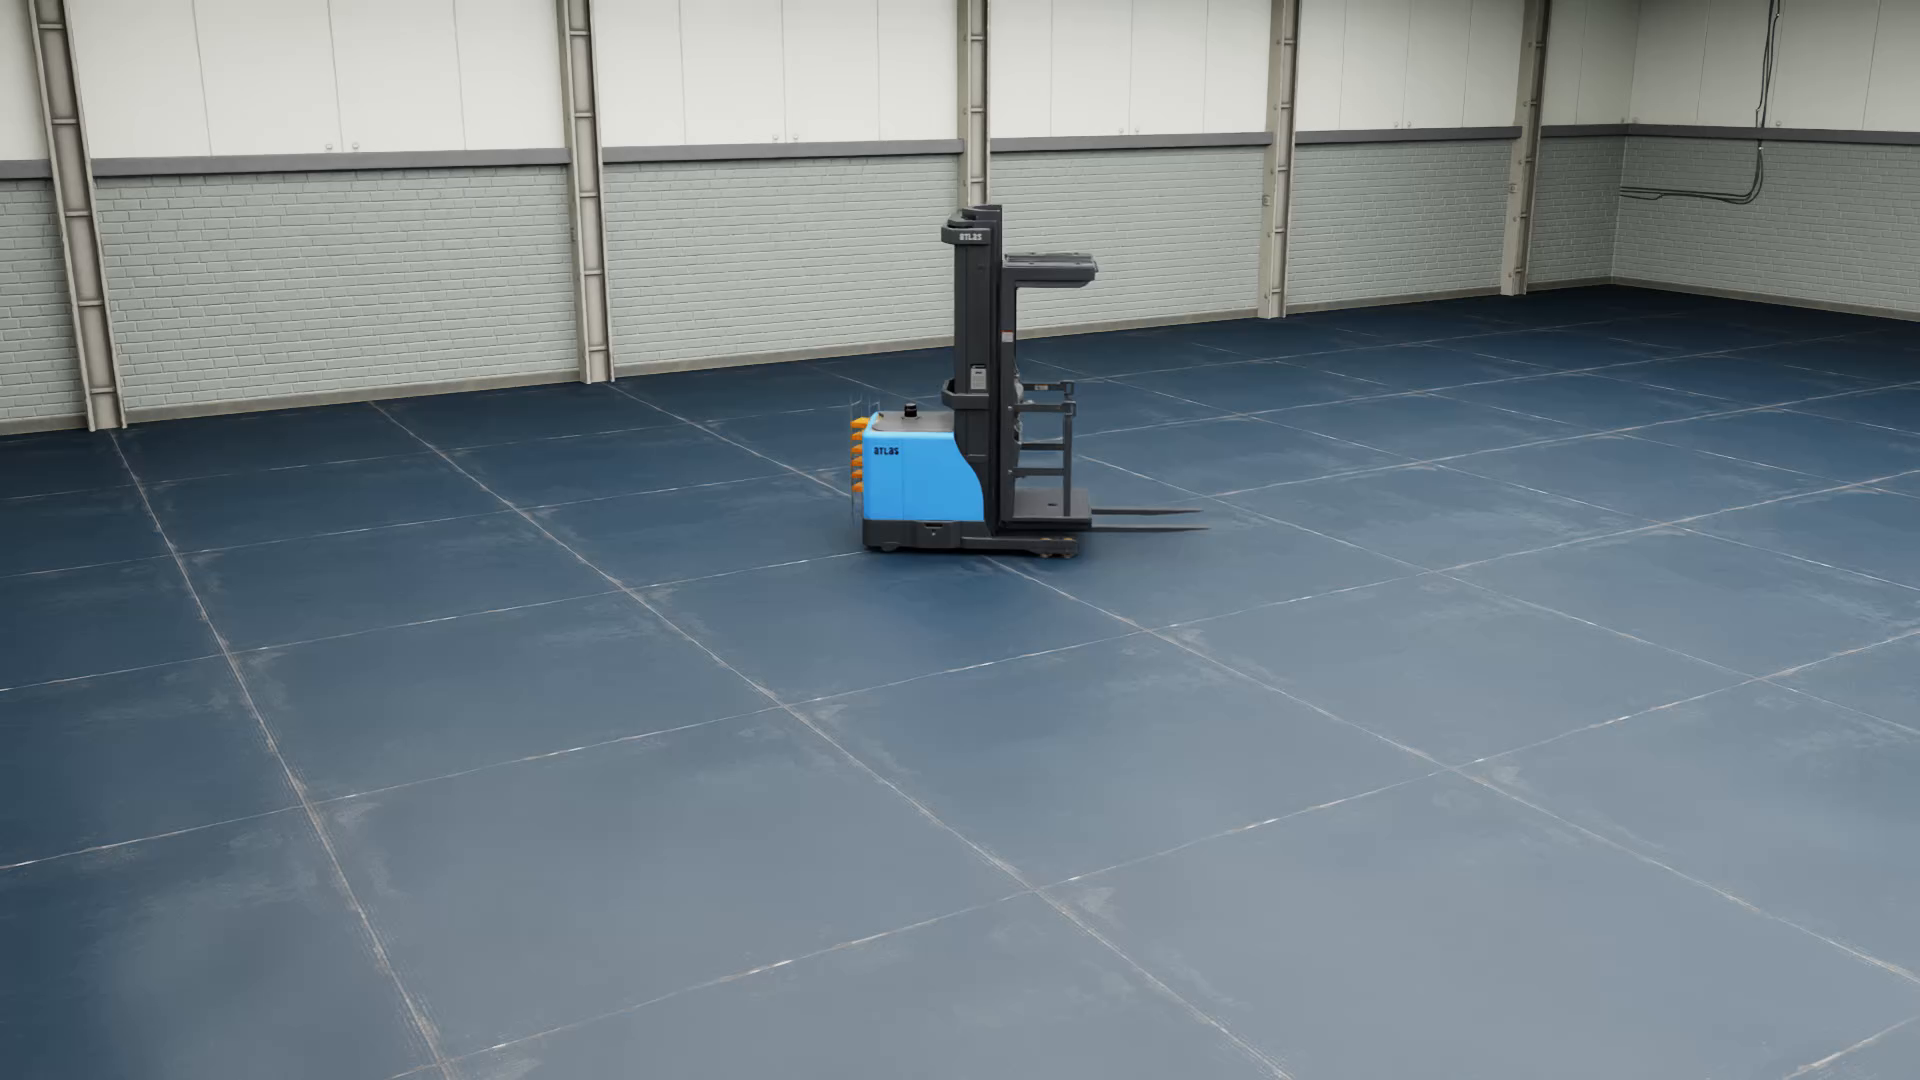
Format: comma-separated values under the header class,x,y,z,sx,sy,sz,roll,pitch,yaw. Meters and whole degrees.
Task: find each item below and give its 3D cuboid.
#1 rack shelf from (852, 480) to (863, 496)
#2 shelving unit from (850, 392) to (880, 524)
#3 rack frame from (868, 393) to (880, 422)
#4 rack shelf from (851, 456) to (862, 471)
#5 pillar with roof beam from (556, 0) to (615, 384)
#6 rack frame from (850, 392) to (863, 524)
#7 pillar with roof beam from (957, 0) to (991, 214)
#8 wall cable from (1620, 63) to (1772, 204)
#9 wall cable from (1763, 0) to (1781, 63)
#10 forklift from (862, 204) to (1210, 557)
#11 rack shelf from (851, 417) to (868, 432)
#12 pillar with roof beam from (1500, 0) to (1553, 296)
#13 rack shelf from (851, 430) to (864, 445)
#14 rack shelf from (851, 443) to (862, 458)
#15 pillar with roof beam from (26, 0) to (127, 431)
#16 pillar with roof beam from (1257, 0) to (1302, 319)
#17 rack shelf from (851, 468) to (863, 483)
class,x,y,z,sx,sy,sz,roll,pitch,yaw
rack shelf,-0.872,-0.477,15.443,0.180,0.103,0.258,6,17,21
shelving unit,-0.872,-0.751,15.367,0.189,1.200,0.258,6,17,21
rack frame,-0.786,-0.742,15.335,0.006,1.200,0.240,6,17,21
rack shelf,-0.872,-0.708,15.379,0.180,0.103,0.258,6,17,21
pillar with roof beam,-2.722,-5.504,17.873,0.400,9.000,9.100,-9,18,-30
rack frame,-0.957,-0.760,15.399,0.006,1.200,0.240,6,17,21
pillar with roof beam,2.421,-6.338,20.848,0.400,9.000,9.100,-9,18,-30
wall cable,13.696,-7.611,31.141,0.112,2.526,3.097,-9,18,-30
wall cable,15.090,-9.416,28.226,0.112,2.526,3.097,-9,18,-30
forklift,0.679,-1.408,14.503,3.031,2.935,1.130,1,16,3
rack shelf,-0.872,-1.055,15.281,0.180,0.103,0.258,6,17,21
pillar with roof beam,12.707,-8.006,26.799,0.400,9.000,9.100,-9,18,-30
rack shelf,-0.872,-0.939,15.314,0.180,0.103,0.258,6,17,21
rack shelf,-0.872,-0.824,15.346,0.180,0.103,0.258,6,17,21
pillar with roof beam,-7.865,-4.670,14.897,0.400,9.000,9.100,-9,18,-30
pillar with roof beam,7.564,-7.172,23.823,0.400,9.000,9.100,-9,18,-30
rack shelf,-0.872,-0.593,15.411,0.180,0.103,0.258,6,17,21
